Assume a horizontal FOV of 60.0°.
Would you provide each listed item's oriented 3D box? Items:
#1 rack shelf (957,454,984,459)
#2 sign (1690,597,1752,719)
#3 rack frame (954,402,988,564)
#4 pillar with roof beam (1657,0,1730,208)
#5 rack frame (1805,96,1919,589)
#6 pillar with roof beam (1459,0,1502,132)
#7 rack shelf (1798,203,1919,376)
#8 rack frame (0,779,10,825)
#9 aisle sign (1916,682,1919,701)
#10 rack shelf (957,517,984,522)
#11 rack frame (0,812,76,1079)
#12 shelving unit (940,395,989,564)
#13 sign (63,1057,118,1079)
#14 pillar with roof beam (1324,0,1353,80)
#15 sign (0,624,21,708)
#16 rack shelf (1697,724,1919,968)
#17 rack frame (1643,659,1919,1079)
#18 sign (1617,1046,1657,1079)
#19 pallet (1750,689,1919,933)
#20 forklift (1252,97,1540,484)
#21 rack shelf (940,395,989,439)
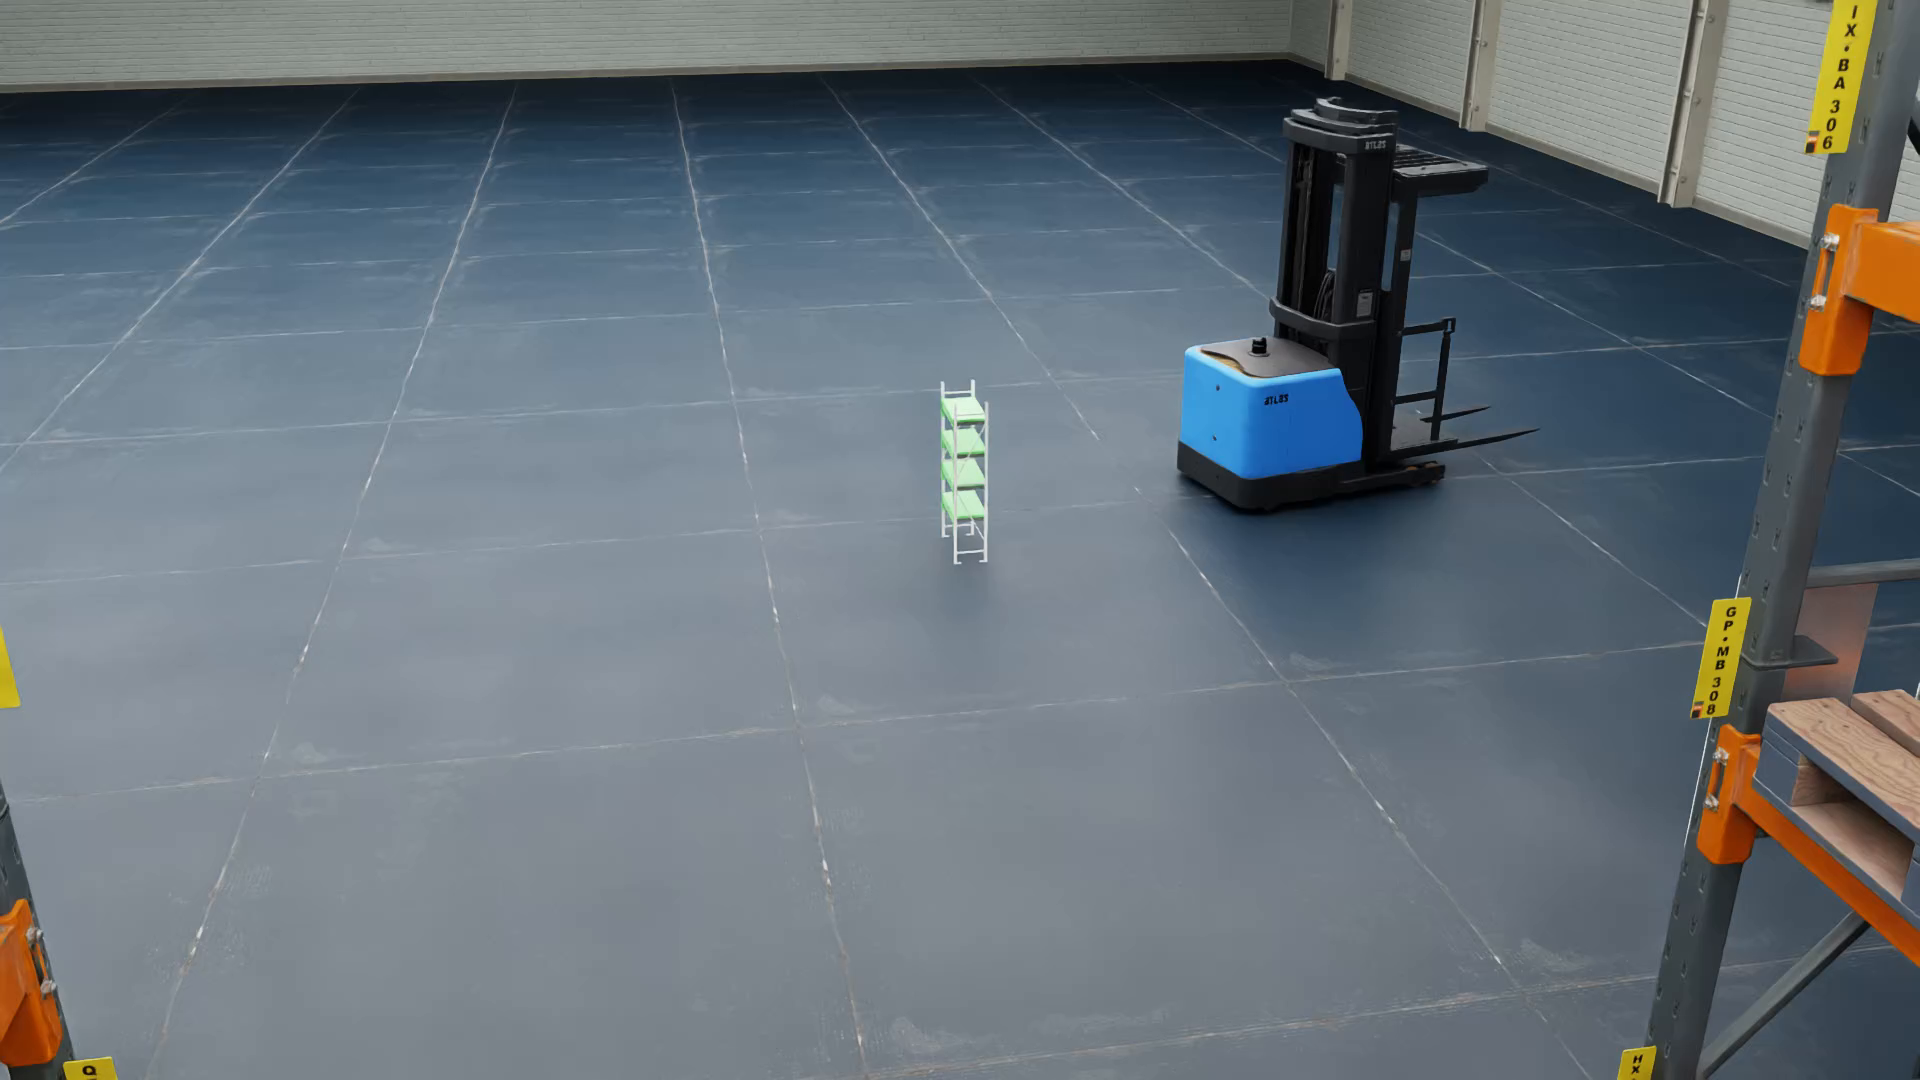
[{"bbox_3d":[0.031,-0.672,11.779,0.199,0.029,0.442,-4,24,-10],"label":"rack shelf"},{"bbox_3d":[1.864,0.291,4.076,0.100,0.325,0.005,-4,24,-10],"label":"sign"},{"bbox_3d":[0.076,-0.389,11.641,0.240,1.200,0.015,-4,24,-10],"label":"rack frame"},{"bbox_3d":[5.562,-8.401,20.243,9.100,9.000,0.400,-4,24,-10],"label":"pillar with roof beam"},{"bbox_3d":[2.403,-1.118,3.566,0.949,2.616,0.053,-4,24,-10],"label":"rack frame"},{"bbox_3d":[4.453,-10.761,25.647,9.100,9.000,0.400,-4,24,-10],"label":"pillar with roof beam"},{"bbox_3d":[2.776,0.182,1.990,1.077,0.370,4.000,-4,24,-10],"label":"rack shelf"},{"bbox_3d":[-2.462,-0.752,2.727,1.000,3.000,0.127,-4,24,-10],"label":"rack frame"},{"bbox_3d":[2.684,0.390,4.362,0.394,0.787,0.004,-4,24,-10],"label":"aisle sign"},{"bbox_3d":[0.031,-0.232,11.971,0.199,0.029,0.442,-4,24,-10],"label":"rack shelf"},{"bbox_3d":[-2.462,1.998,3.928,1.000,3.000,0.127,-4,24,-10],"label":"rack frame"},{"bbox_3d":[0.032,-0.482,11.856,0.258,1.200,0.492,-4,24,-10],"label":"shelving unit"},{"bbox_3d":[-1.913,1.289,3.709,0.100,0.325,0.005,-4,24,-10],"label":"sign"},{"bbox_3d":[3.343,-13.121,31.050,9.100,9.000,0.400,-4,24,-10],"label":"pillar with roof beam"},{"bbox_3d":[-1.913,0.184,3.227,0.100,0.325,0.005,-4,24,-10],"label":"sign"},{"bbox_3d":[2.776,1.373,2.510,1.077,0.370,4.000,-4,24,-10],"label":"rack shelf"},{"bbox_3d":[2.406,1.631,4.767,1.000,3.000,0.127,-4,24,-10],"label":"rack frame"},{"bbox_3d":[1.864,1.543,4.623,0.100,0.325,0.005,-4,24,-10],"label":"sign"},{"bbox_3d":[2.463,0.676,3.443,1.003,0.211,1.213,-4,24,-10],"label":"pallet"},{"bbox_3d":[3.311,-1.939,13.027,3.031,2.935,1.121,-10,26,-22],"label":"forklift"},{"bbox_3d":[0.031,-0.866,11.694,0.258,0.148,0.480,-4,24,-10],"label":"rack shelf"}]
